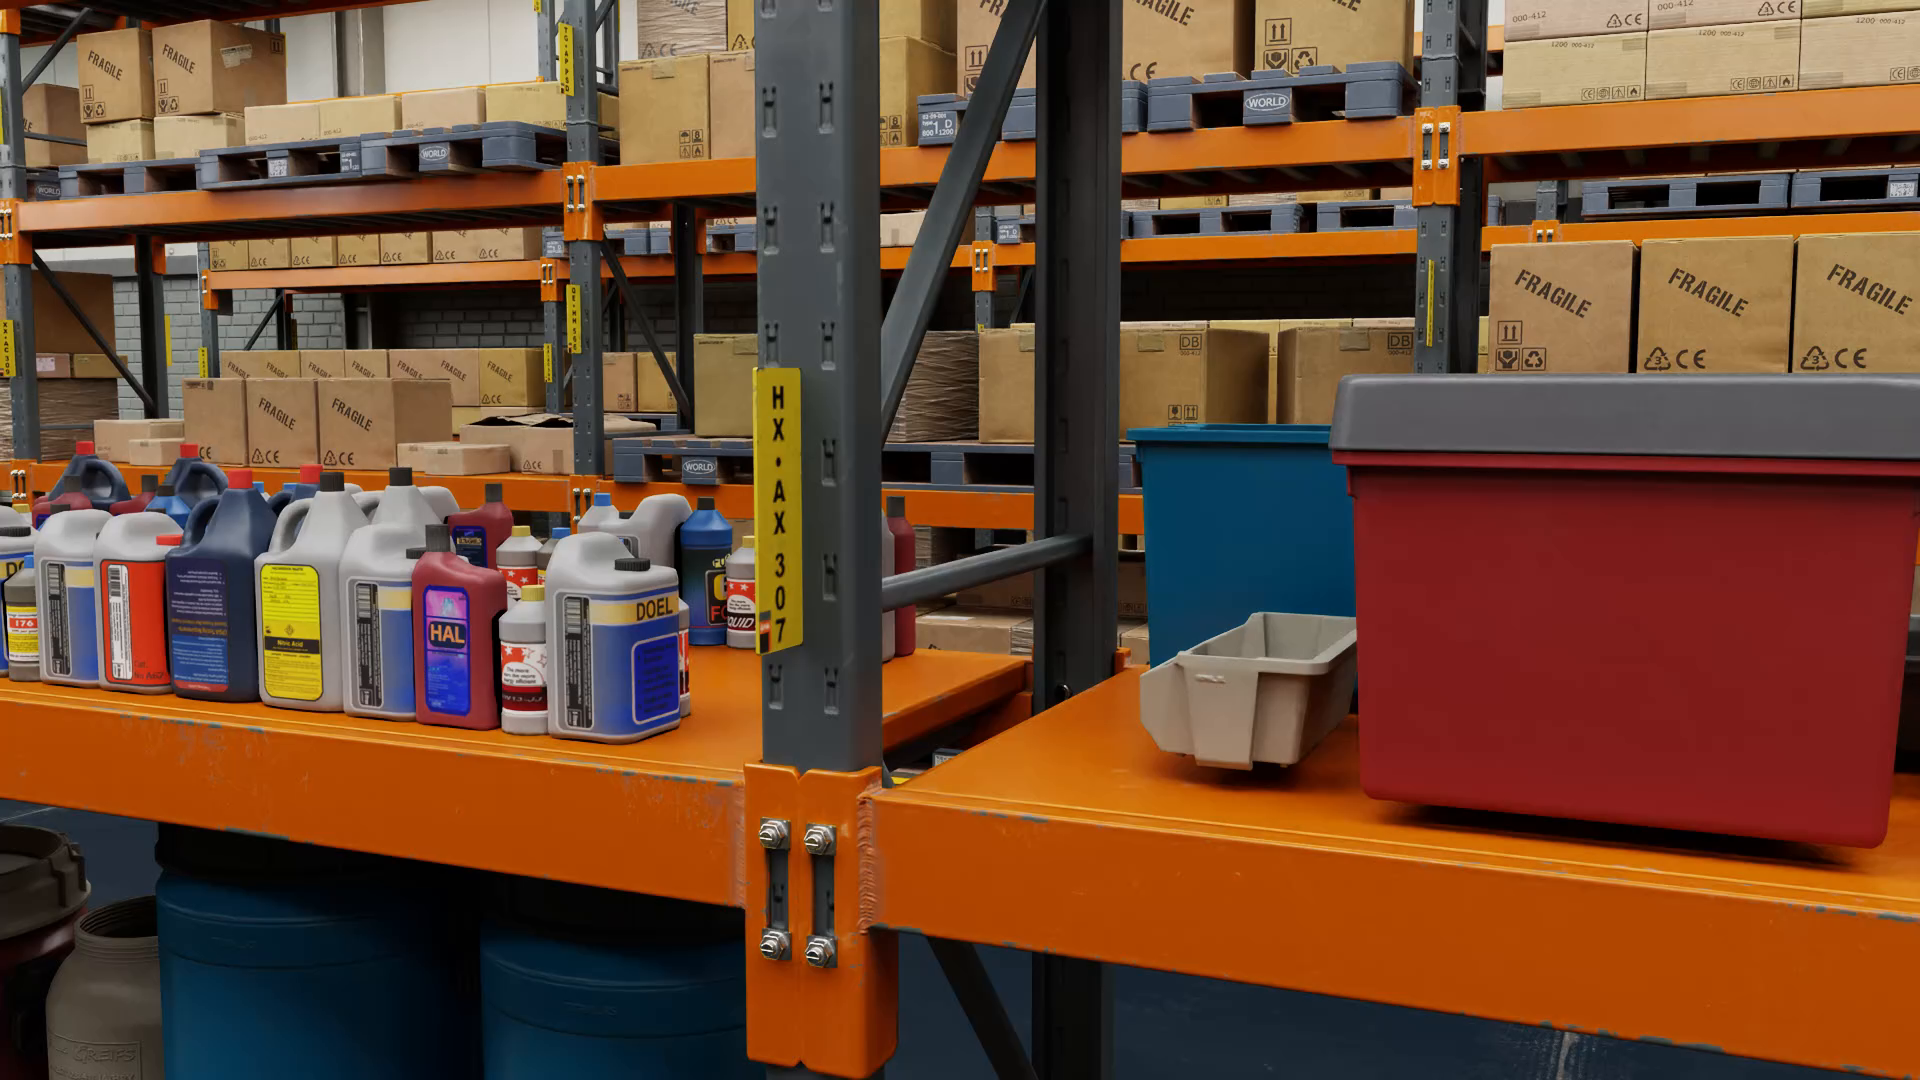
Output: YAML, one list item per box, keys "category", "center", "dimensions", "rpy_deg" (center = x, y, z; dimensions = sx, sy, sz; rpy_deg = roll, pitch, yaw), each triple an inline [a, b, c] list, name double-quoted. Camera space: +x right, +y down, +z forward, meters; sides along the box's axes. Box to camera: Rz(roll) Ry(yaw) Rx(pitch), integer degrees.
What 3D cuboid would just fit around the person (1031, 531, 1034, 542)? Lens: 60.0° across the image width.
- category: "person"
  center: [0.664, -0.135, 10.830]
  dimensions: [0.530, 1.773, 0.371]
  rpy_deg: [3, 6, 25]
